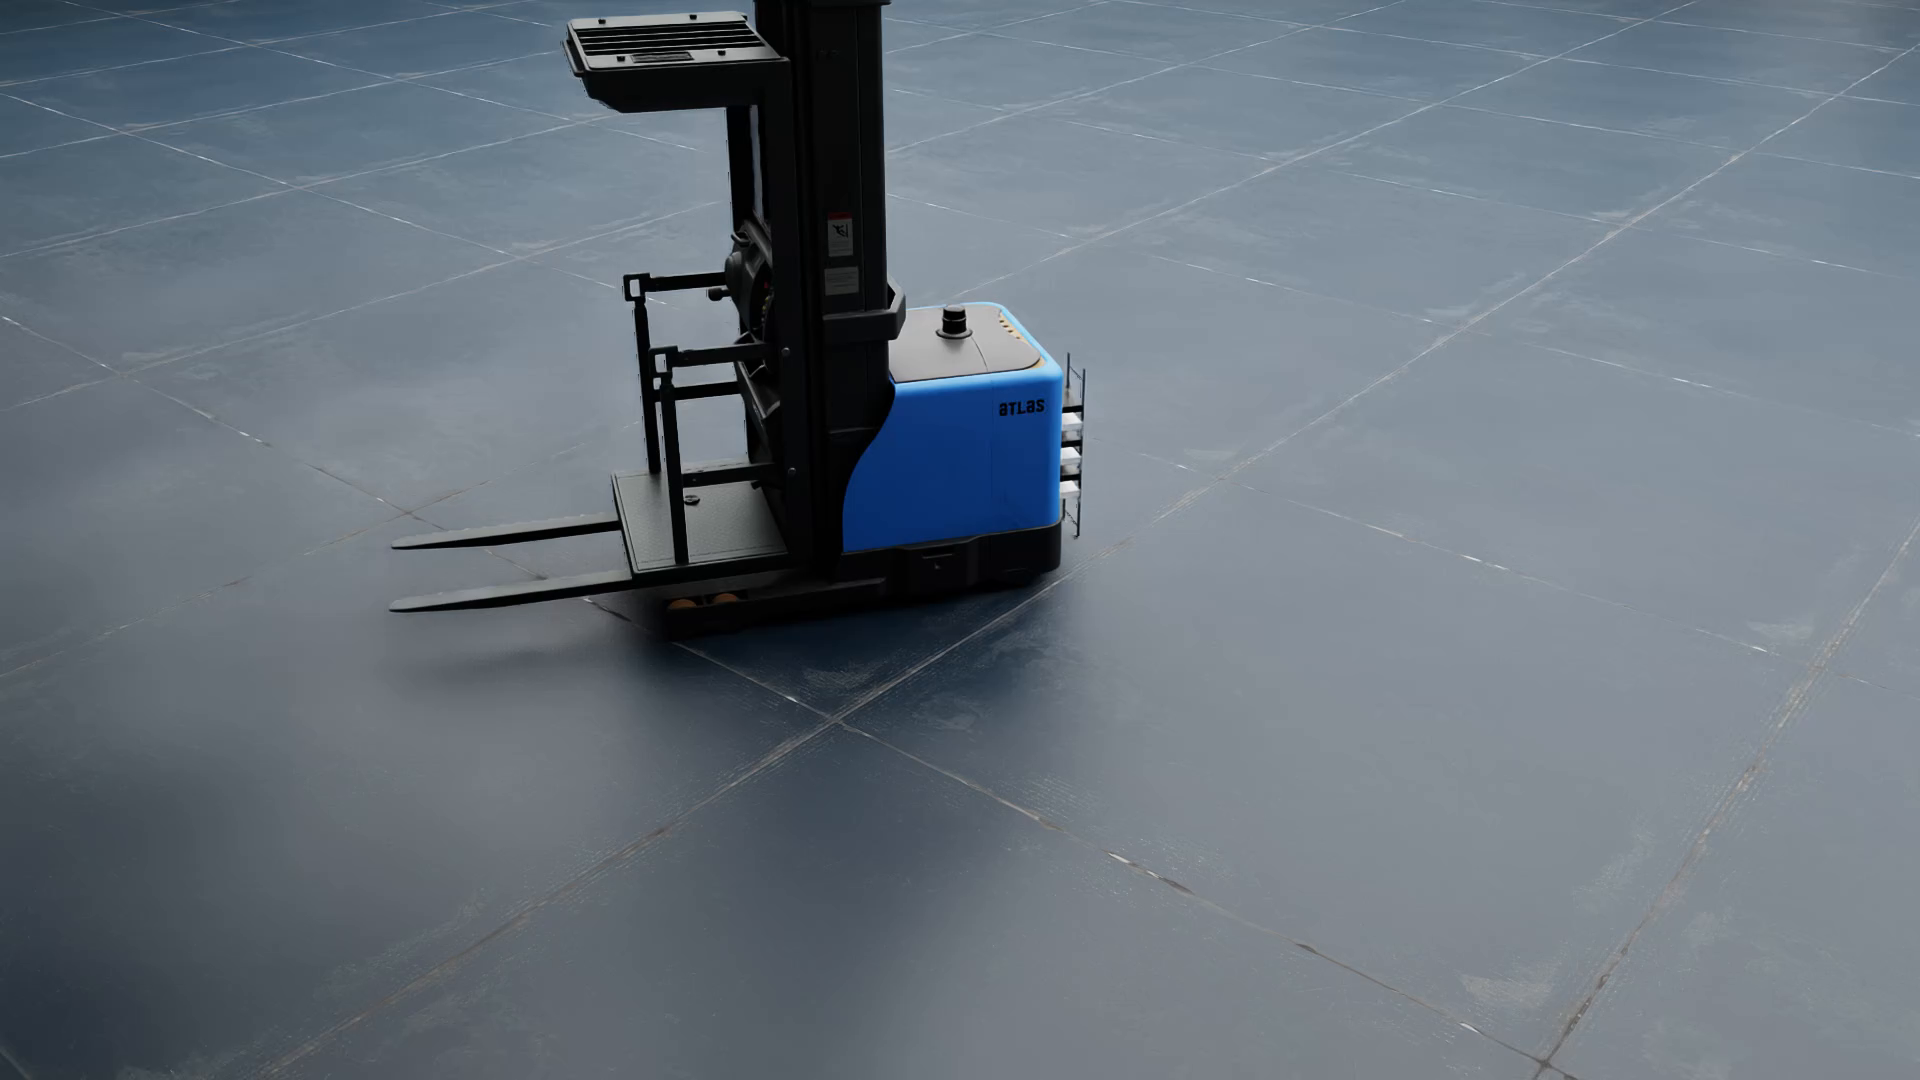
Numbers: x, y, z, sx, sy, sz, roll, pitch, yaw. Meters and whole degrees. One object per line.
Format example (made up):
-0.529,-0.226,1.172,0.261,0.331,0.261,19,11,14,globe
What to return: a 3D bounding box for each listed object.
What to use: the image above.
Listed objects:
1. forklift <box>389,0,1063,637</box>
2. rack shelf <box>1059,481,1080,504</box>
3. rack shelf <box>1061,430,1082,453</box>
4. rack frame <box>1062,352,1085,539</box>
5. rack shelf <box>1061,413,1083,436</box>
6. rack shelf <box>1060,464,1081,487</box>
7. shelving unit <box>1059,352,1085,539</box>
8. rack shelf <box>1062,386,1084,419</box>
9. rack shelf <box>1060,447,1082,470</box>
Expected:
-1.100,-1.138,7.260,3.031,2.935,1.130,-8,28,-14,forklift
0.459,-0.255,8.229,0.200,0.077,0.258,-8,28,-14,rack shelf
0.459,-0.495,8.105,0.200,0.077,0.258,-8,28,-14,rack shelf
0.556,-0.458,8.156,0.006,0.900,0.240,-8,28,-14,rack frame
0.459,-0.575,8.063,0.200,0.077,0.258,-8,28,-14,rack shelf
0.459,-0.335,8.187,0.200,0.077,0.258,-8,28,-14,rack shelf
0.459,-0.445,8.131,0.210,0.900,0.258,-8,28,-14,shelving unit
0.459,-0.655,8.022,0.200,0.077,0.258,-8,28,-14,rack shelf
0.459,-0.415,8.146,0.200,0.077,0.258,-8,28,-14,rack shelf
